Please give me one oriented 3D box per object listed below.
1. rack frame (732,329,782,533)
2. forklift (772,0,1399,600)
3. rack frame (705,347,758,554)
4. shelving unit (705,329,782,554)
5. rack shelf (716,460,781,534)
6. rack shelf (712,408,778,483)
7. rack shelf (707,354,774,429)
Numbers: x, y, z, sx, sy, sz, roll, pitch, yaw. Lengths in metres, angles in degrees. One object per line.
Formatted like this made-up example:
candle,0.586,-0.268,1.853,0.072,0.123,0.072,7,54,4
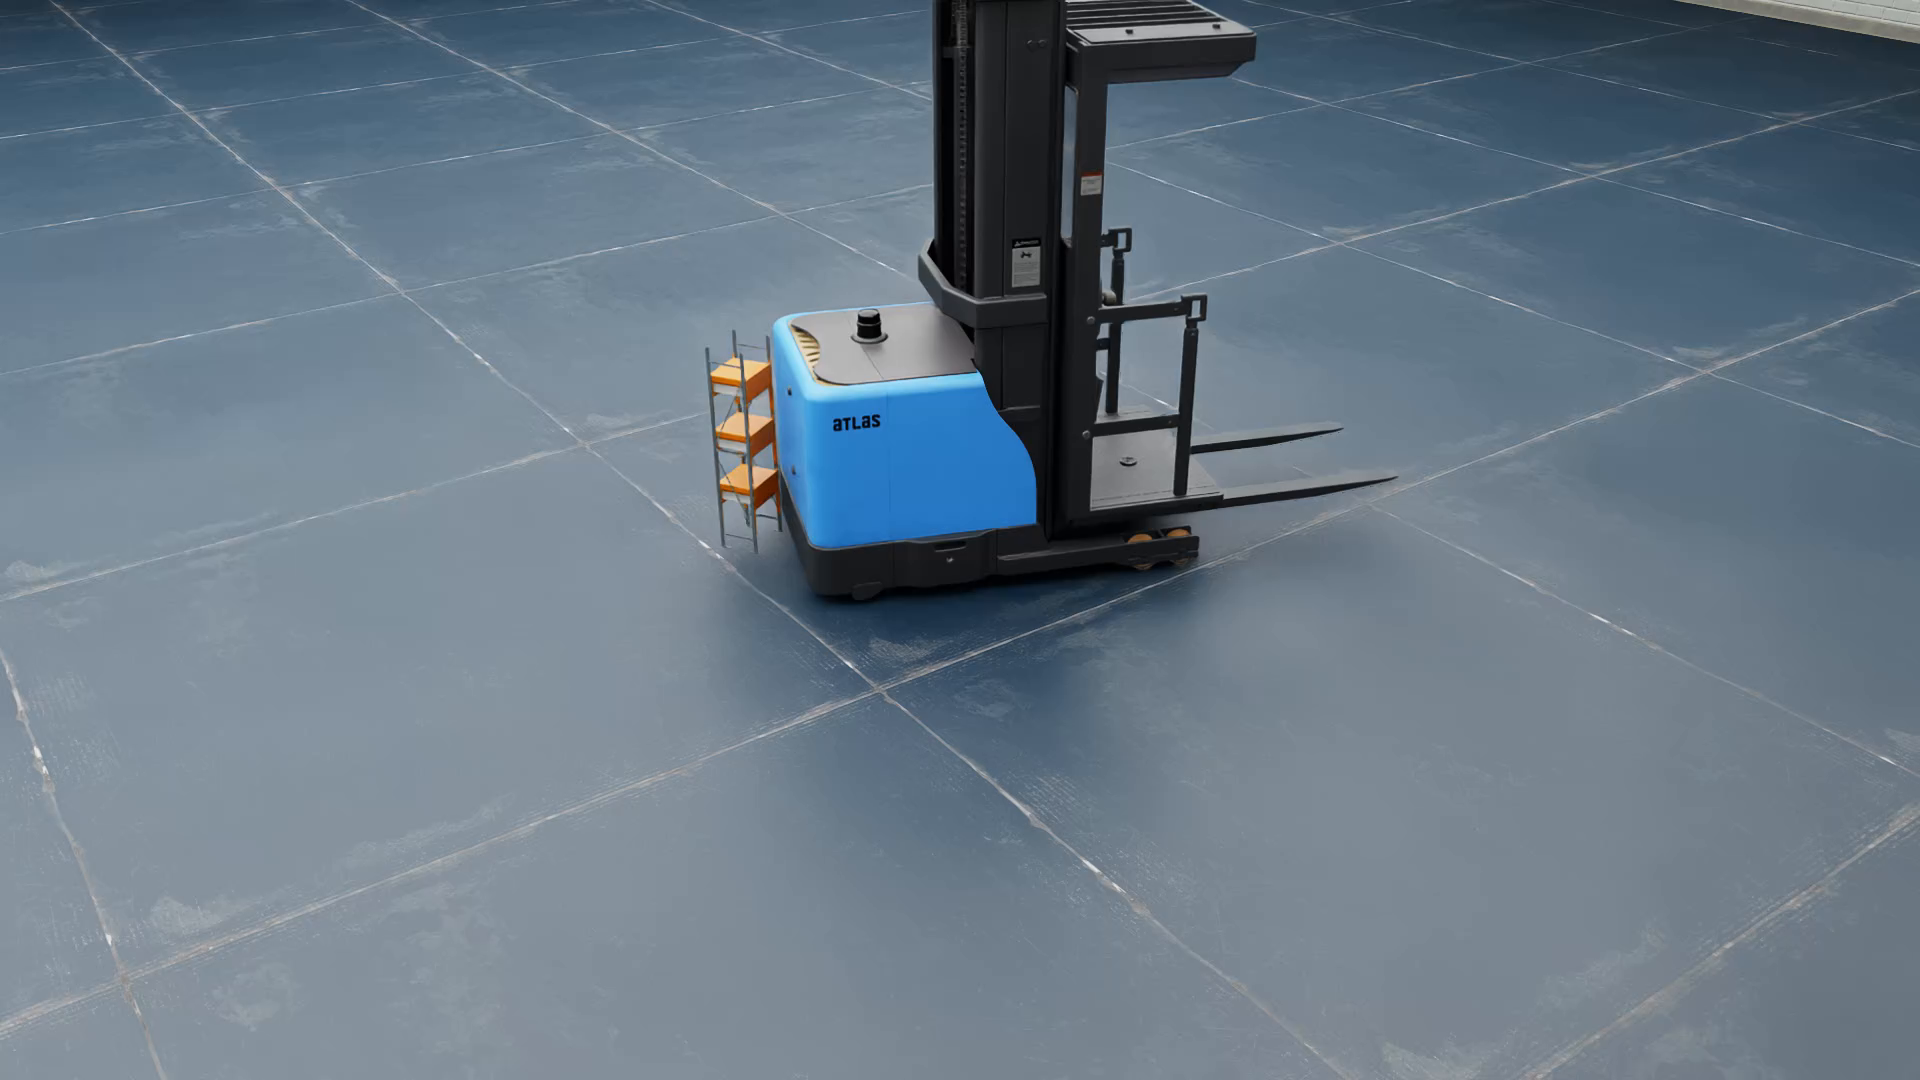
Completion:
rack frame,-0.986,-0.517,8.101,0.200,1.050,0.008,11,30,21
forklift,0.663,-1.384,7.727,3.031,2.935,1.130,-7,29,-13
rack frame,-1.083,-0.411,7.904,0.200,1.050,0.008,11,30,21
shelving unit,-1.034,-0.464,8.002,0.215,1.050,0.252,11,30,21
rack shelf,-1.032,-0.210,8.139,0.215,0.259,0.240,11,30,21
rack shelf,-1.034,-0.455,8.007,0.215,0.259,0.240,11,30,21
rack shelf,-1.036,-0.704,7.873,0.215,0.259,0.240,11,30,21
